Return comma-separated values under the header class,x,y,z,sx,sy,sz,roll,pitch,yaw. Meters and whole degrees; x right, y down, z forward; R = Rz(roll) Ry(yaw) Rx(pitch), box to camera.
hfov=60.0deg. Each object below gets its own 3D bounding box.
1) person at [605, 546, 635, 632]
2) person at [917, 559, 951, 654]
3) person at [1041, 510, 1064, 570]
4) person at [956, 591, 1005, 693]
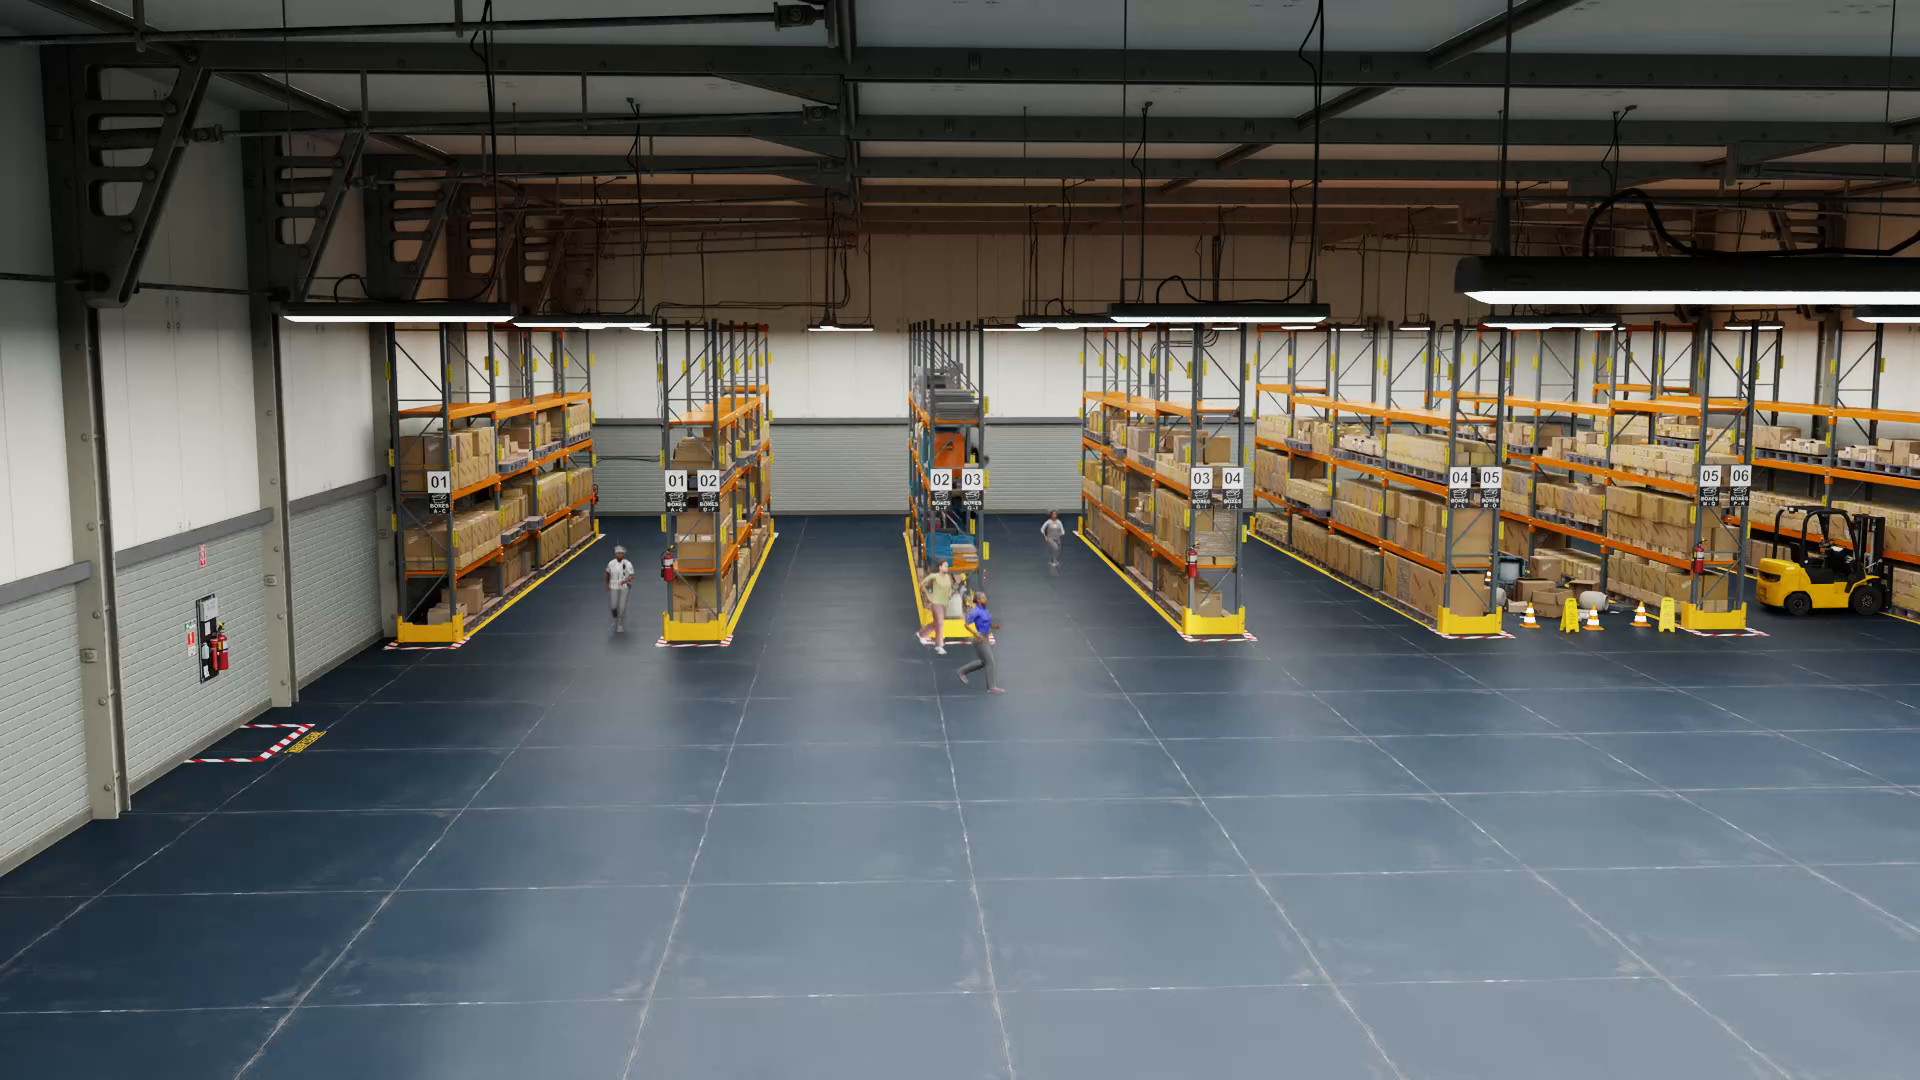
class,x,y,z,sx,sy,sz,roll,pitch,yaw
person,-6.587,0.944,32.171,0.597,1.670,0.522,-1,7,-6
person,-0.377,1.183,30.279,0.609,1.675,0.852,-7,10,-43
person,2.219,0.021,39.483,0.548,1.471,0.852,-2,7,-15
person,0.315,1.631,26.666,0.850,1.613,0.588,2,7,19
